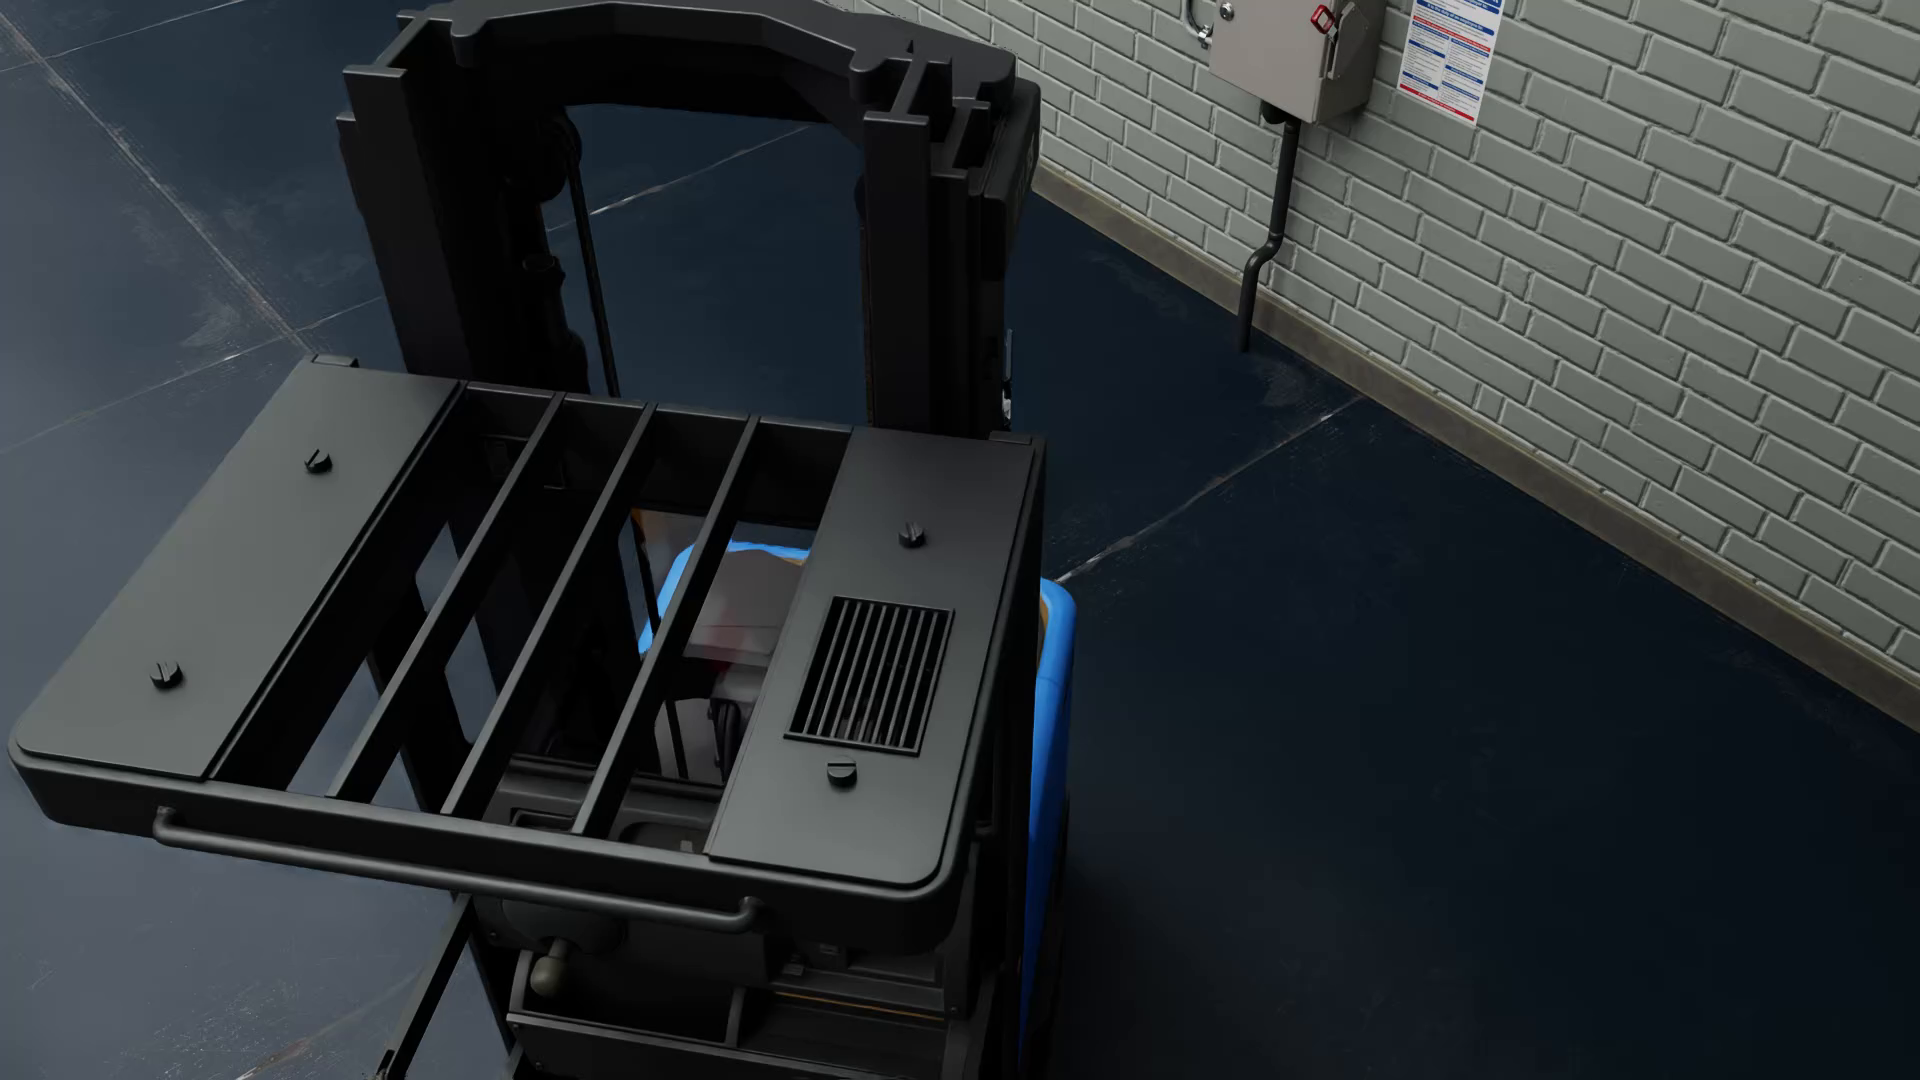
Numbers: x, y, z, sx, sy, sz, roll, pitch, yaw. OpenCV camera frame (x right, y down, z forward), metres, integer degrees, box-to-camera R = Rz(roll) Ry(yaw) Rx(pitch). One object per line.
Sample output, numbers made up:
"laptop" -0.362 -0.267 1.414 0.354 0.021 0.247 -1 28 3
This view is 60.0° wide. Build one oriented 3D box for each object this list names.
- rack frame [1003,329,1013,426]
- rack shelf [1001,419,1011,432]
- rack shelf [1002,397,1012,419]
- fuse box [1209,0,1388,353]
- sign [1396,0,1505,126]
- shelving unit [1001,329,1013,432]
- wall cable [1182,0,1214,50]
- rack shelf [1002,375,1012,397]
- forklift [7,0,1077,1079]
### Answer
"rack frame" 0.084 -0.376 5.493 0.006 0.900 0.240 -30 51 -28
"rack shelf" 0.006 -0.373 5.407 0.200 0.077 0.258 -30 51 -28
"rack shelf" 0.006 -0.439 5.345 0.200 0.077 0.258 -30 51 -28
"fuse box" 1.102 -1.350 5.938 0.414 1.711 0.539 -30 51 -28
"sign" 1.578 -1.617 5.350 0.001 0.494 0.329 -30 51 -28
"shelving unit" 0.006 -0.332 5.446 0.210 0.900 0.258 -30 51 -28
"wall cable" 0.785 -2.618 5.604 0.122 1.984 0.588 -30 51 -28
"rack shelf" 0.006 -0.504 5.284 0.200 0.077 0.258 -30 51 -28
"forklift" -0.468 0.748 2.813 1.130 2.935 3.031 7 44 7
